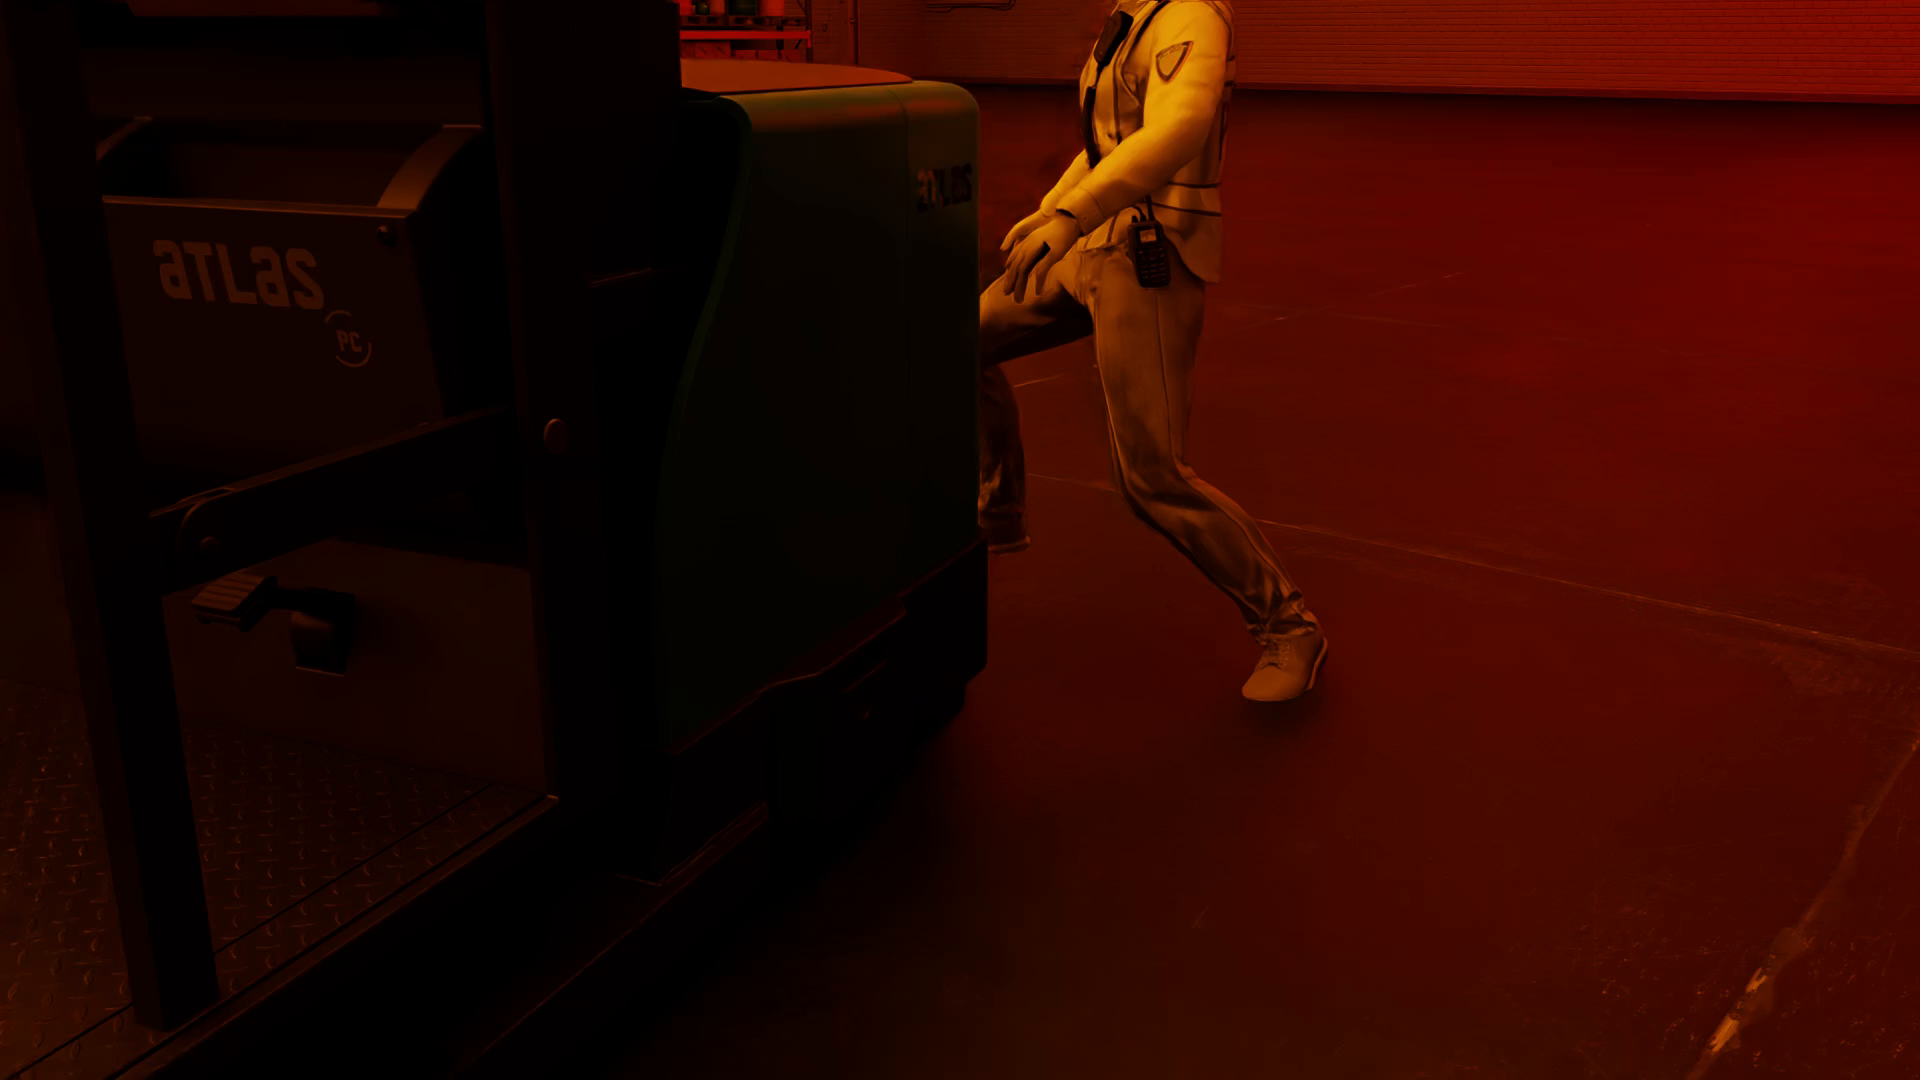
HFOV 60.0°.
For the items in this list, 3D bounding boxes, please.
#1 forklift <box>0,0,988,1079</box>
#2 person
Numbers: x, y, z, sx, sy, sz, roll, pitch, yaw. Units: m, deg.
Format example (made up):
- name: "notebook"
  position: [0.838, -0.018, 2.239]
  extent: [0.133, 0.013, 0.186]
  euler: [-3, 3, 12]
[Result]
- name: "forklift"
  position: [-1.005, -0.789, 1.497]
  extent: [1.130, 2.935, 3.031]
  euler: [7, 18, 22]
- name: "person"
  position: [0.296, -0.522, 3.144]
  extent: [0.781, 1.538, 0.899]
  euler: [-1, 17, -4]
